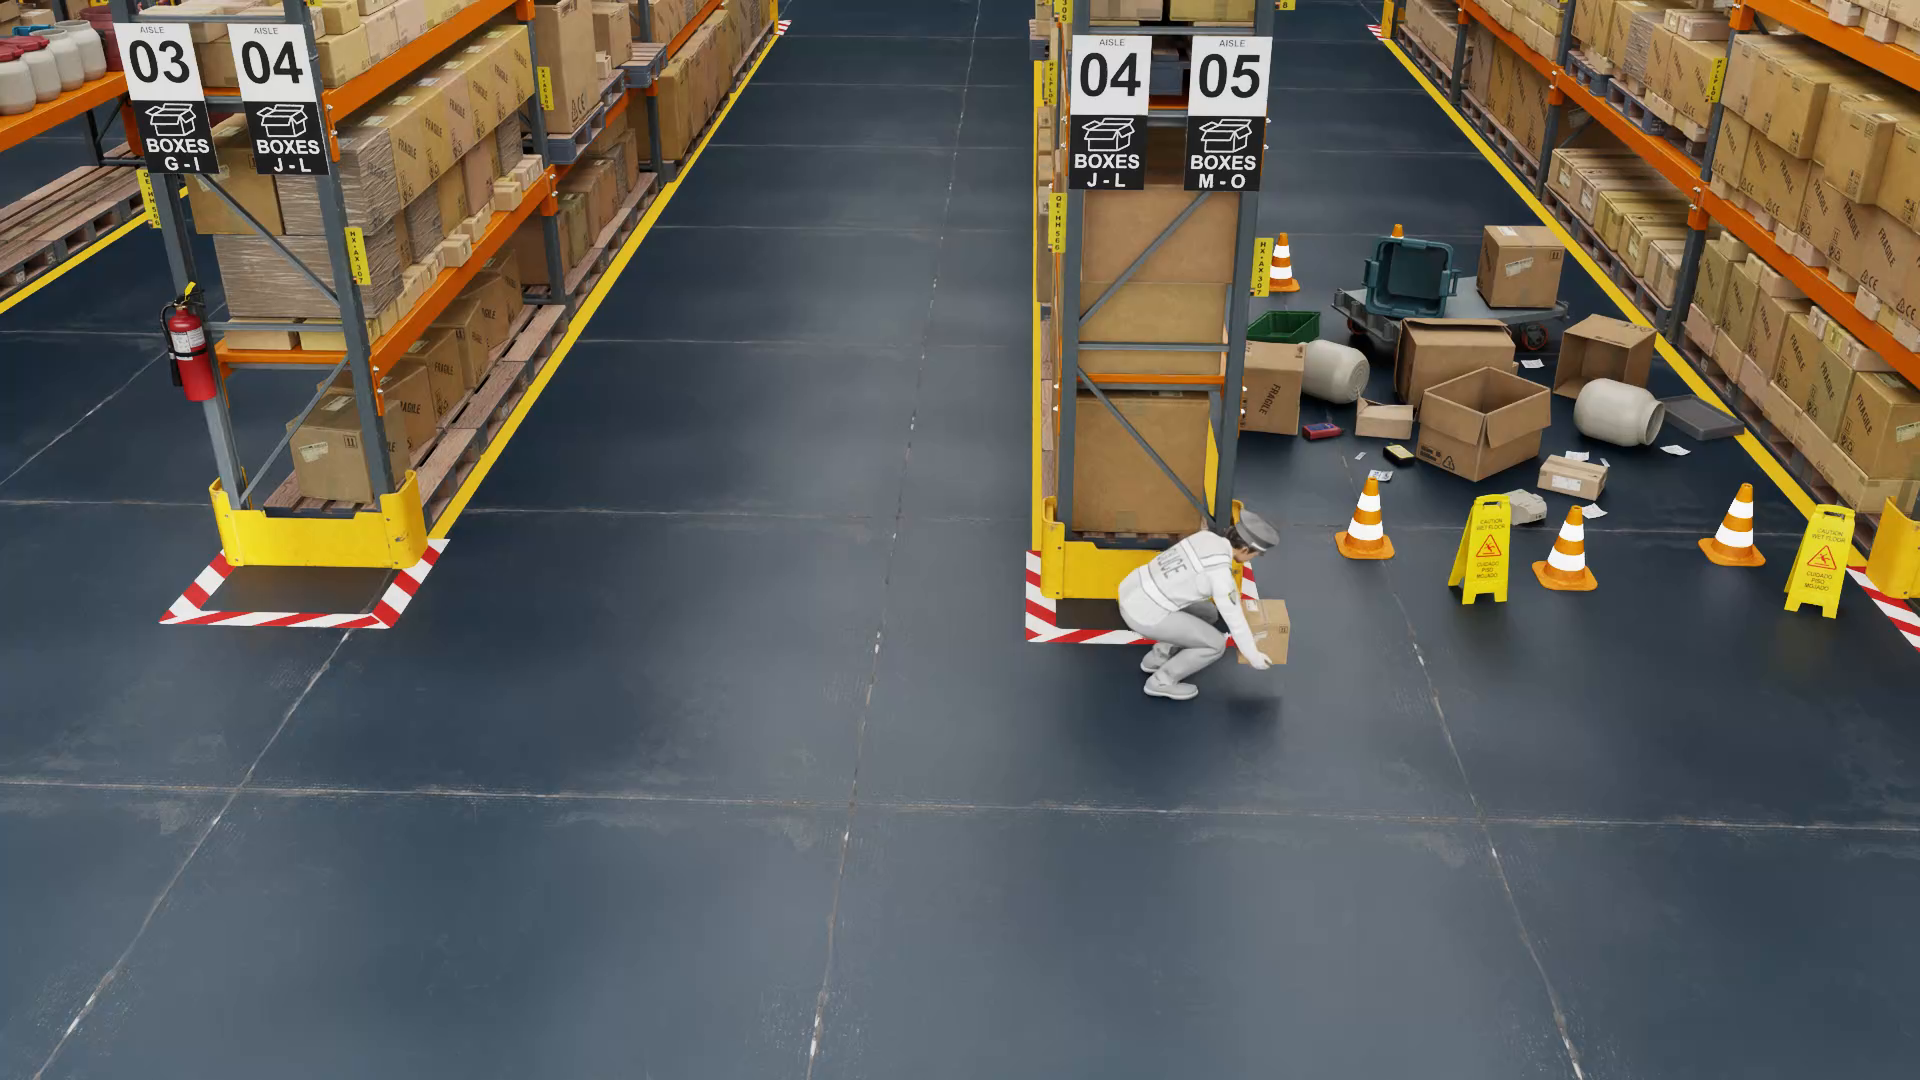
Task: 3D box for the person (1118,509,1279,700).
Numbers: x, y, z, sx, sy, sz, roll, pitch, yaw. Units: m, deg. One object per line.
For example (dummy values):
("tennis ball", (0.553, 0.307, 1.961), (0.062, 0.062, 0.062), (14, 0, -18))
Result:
("person", (1.241, 0.320, 8.742), (0.819, 0.994, 0.487), (1, 28, 2))
